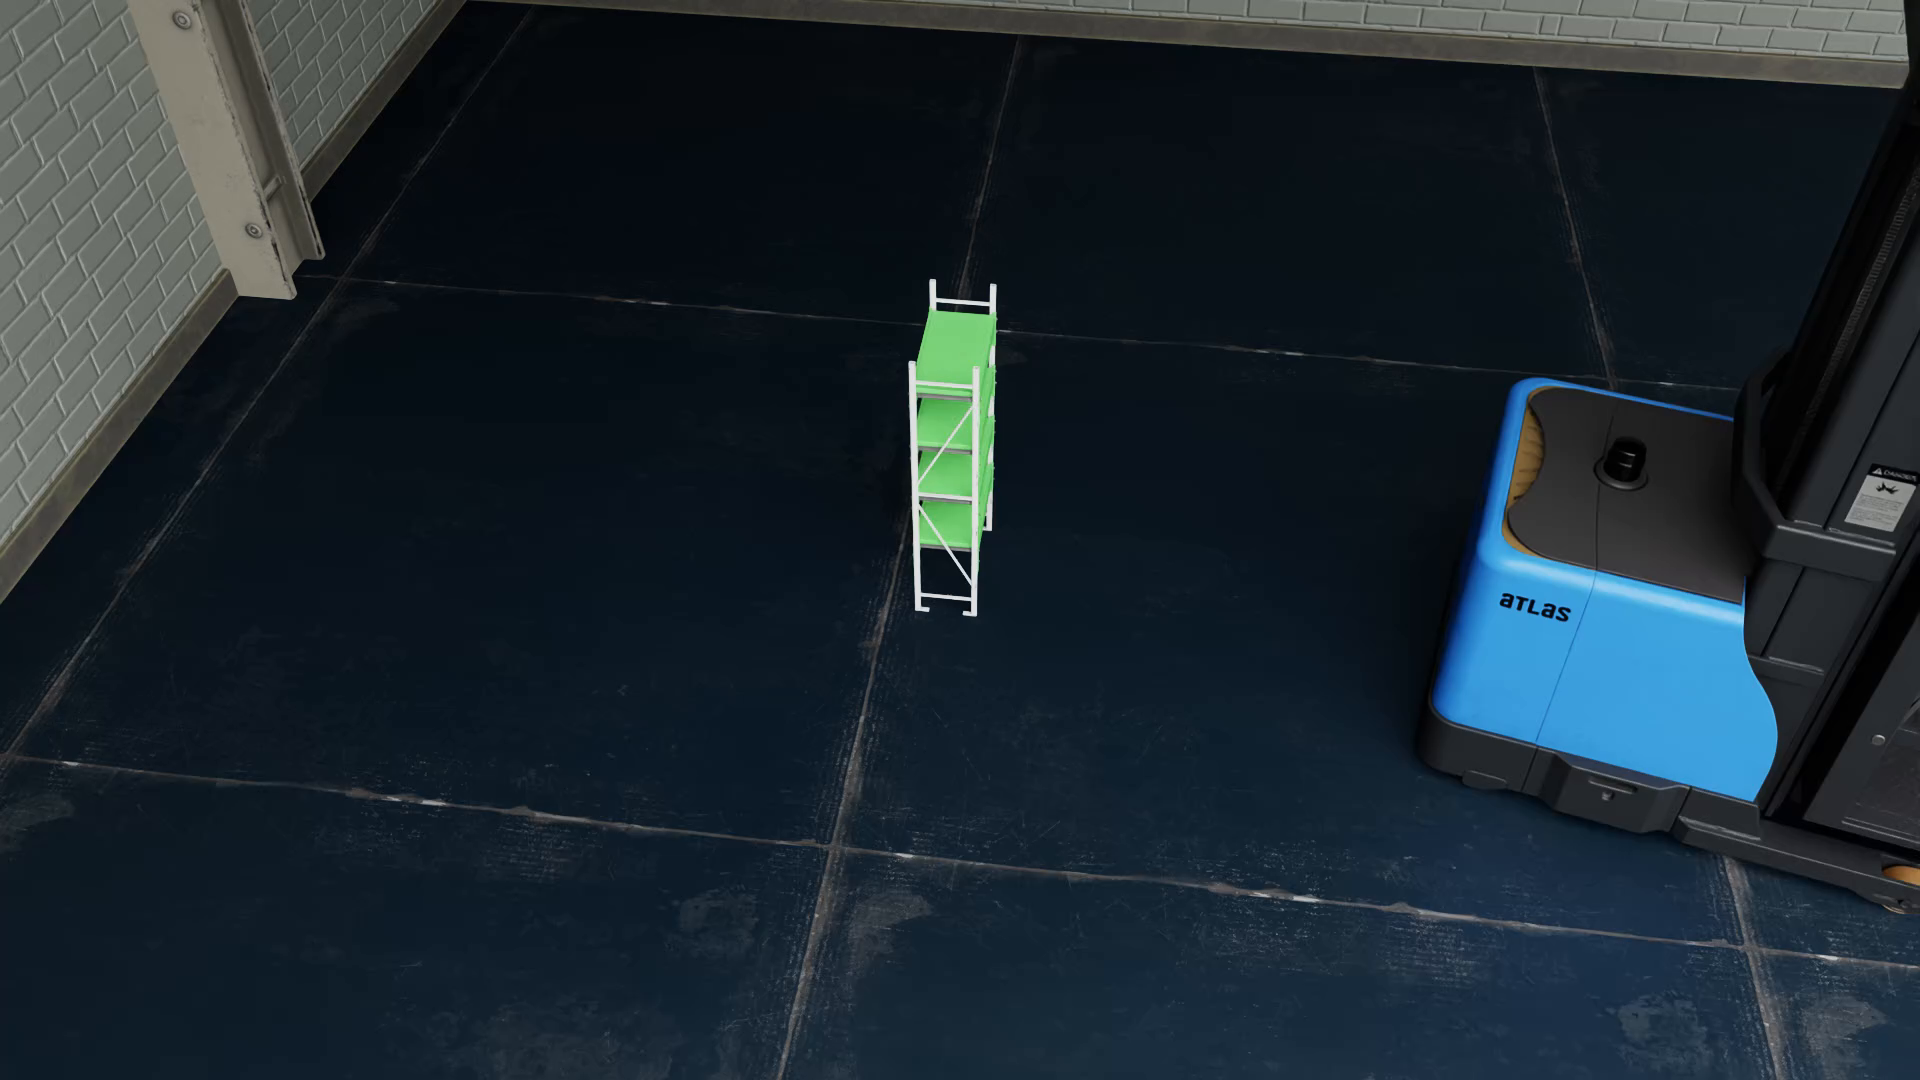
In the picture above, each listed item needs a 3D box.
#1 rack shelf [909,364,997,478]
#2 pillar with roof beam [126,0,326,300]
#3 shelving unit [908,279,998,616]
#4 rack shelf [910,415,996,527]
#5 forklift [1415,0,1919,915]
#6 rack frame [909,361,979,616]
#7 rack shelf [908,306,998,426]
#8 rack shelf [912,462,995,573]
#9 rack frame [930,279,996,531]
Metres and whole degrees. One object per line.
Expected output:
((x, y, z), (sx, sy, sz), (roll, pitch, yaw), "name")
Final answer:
((-0.022, -0.451, 6.097), (0.258, 0.148, 0.480), (5, 44, 6), "rack shelf")
((0.944, -4.177, 4.616), (9.100, 9.000, 0.400), (5, 44, 6), "pillar with roof beam")
((-0.022, -0.323, 6.218), (0.258, 1.200, 0.503), (5, 44, 6), "shelving unit")
((-0.022, -0.276, 6.262), (0.258, 0.148, 0.480), (5, 44, 6), "rack shelf")
((3.178, -0.207, 4.837), (3.031, 2.935, 1.130), (14, 45, 15), "forklift")
((-0.054, -0.157, 6.043), (0.240, 1.200, 0.015), (5, 44, 6), "rack frame")
((-0.022, -0.625, 5.932), (0.258, 0.148, 0.480), (5, 44, 6), "rack shelf")
((-0.022, -0.102, 6.427), (0.258, 0.148, 0.480), (5, 44, 6), "rack shelf")
((0.010, -0.489, 6.394), (0.240, 1.200, 0.015), (5, 44, 6), "rack frame")
